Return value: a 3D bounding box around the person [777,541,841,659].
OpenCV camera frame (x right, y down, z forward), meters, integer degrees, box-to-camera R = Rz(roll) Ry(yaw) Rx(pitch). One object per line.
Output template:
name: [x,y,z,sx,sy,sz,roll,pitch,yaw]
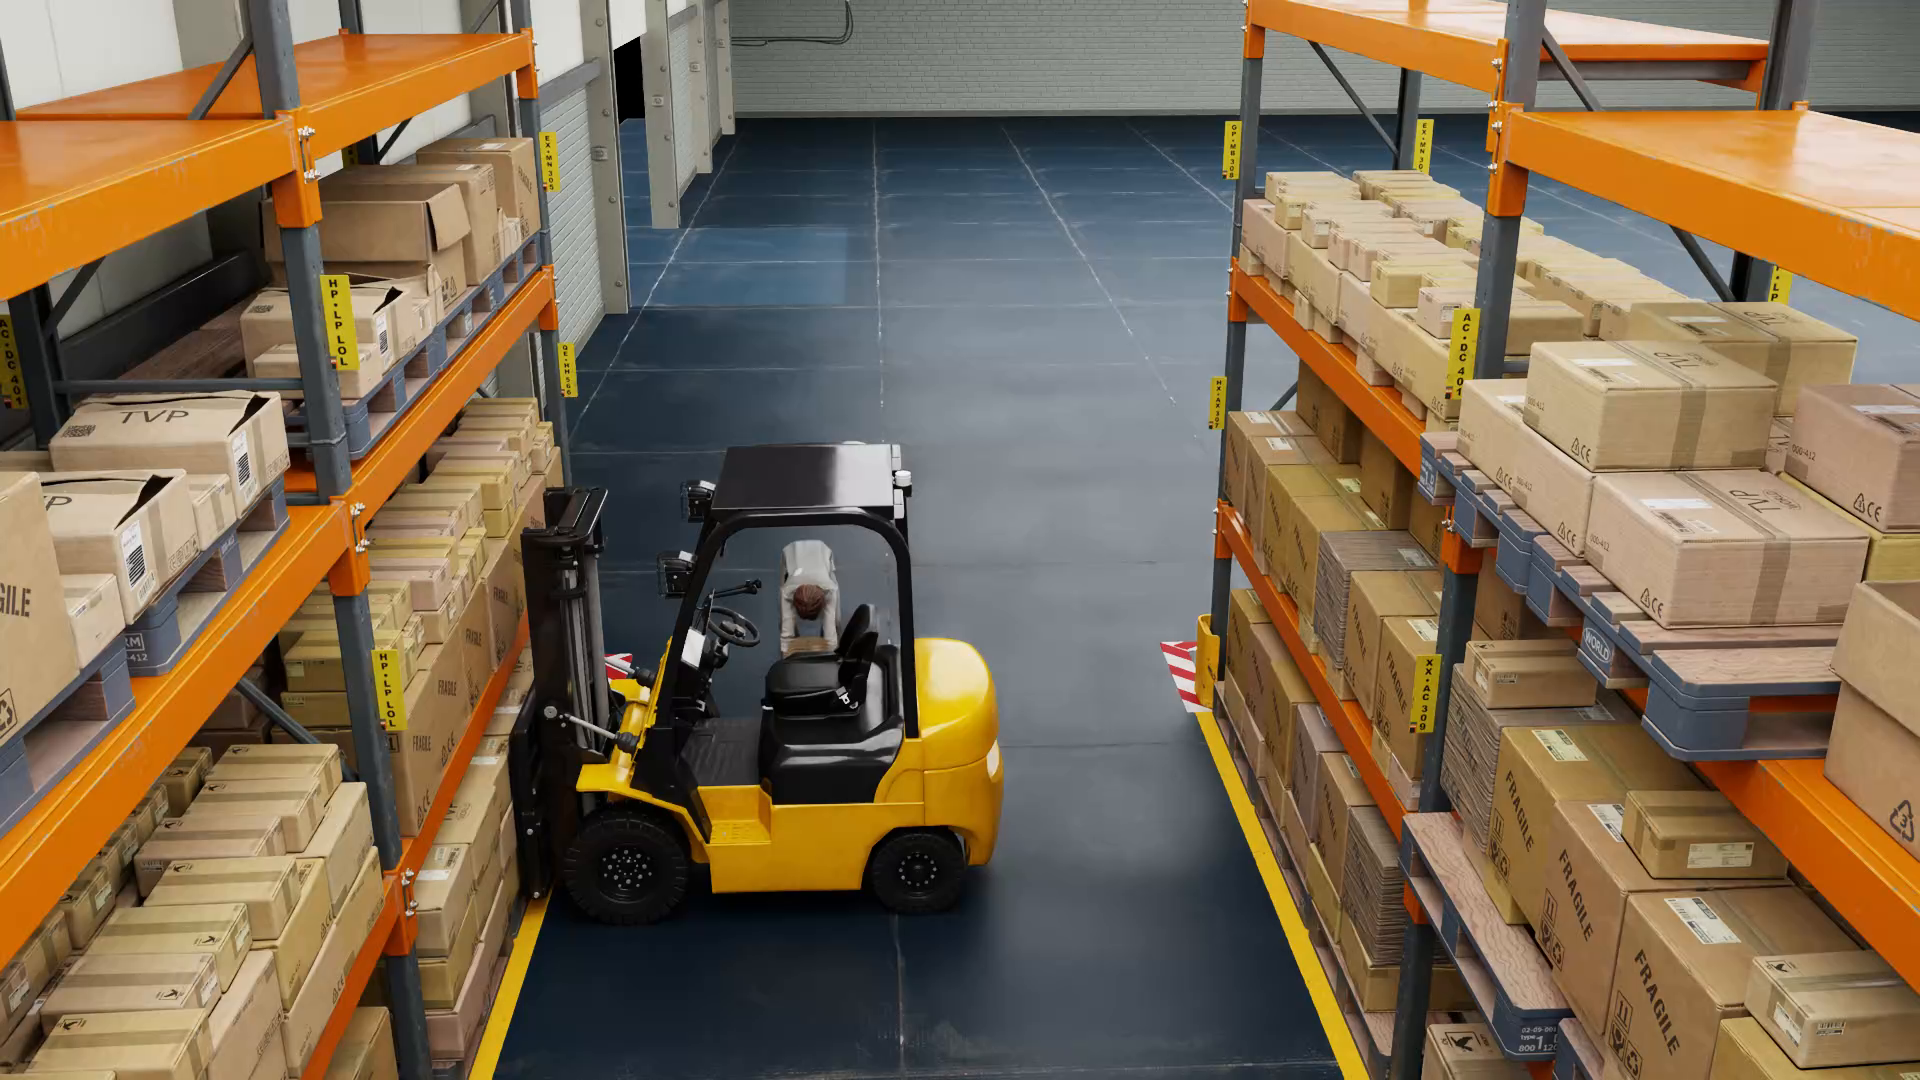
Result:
person: [-0.953,0.539,10.554,0.405,0.970,0.870,-2,21,-5]
